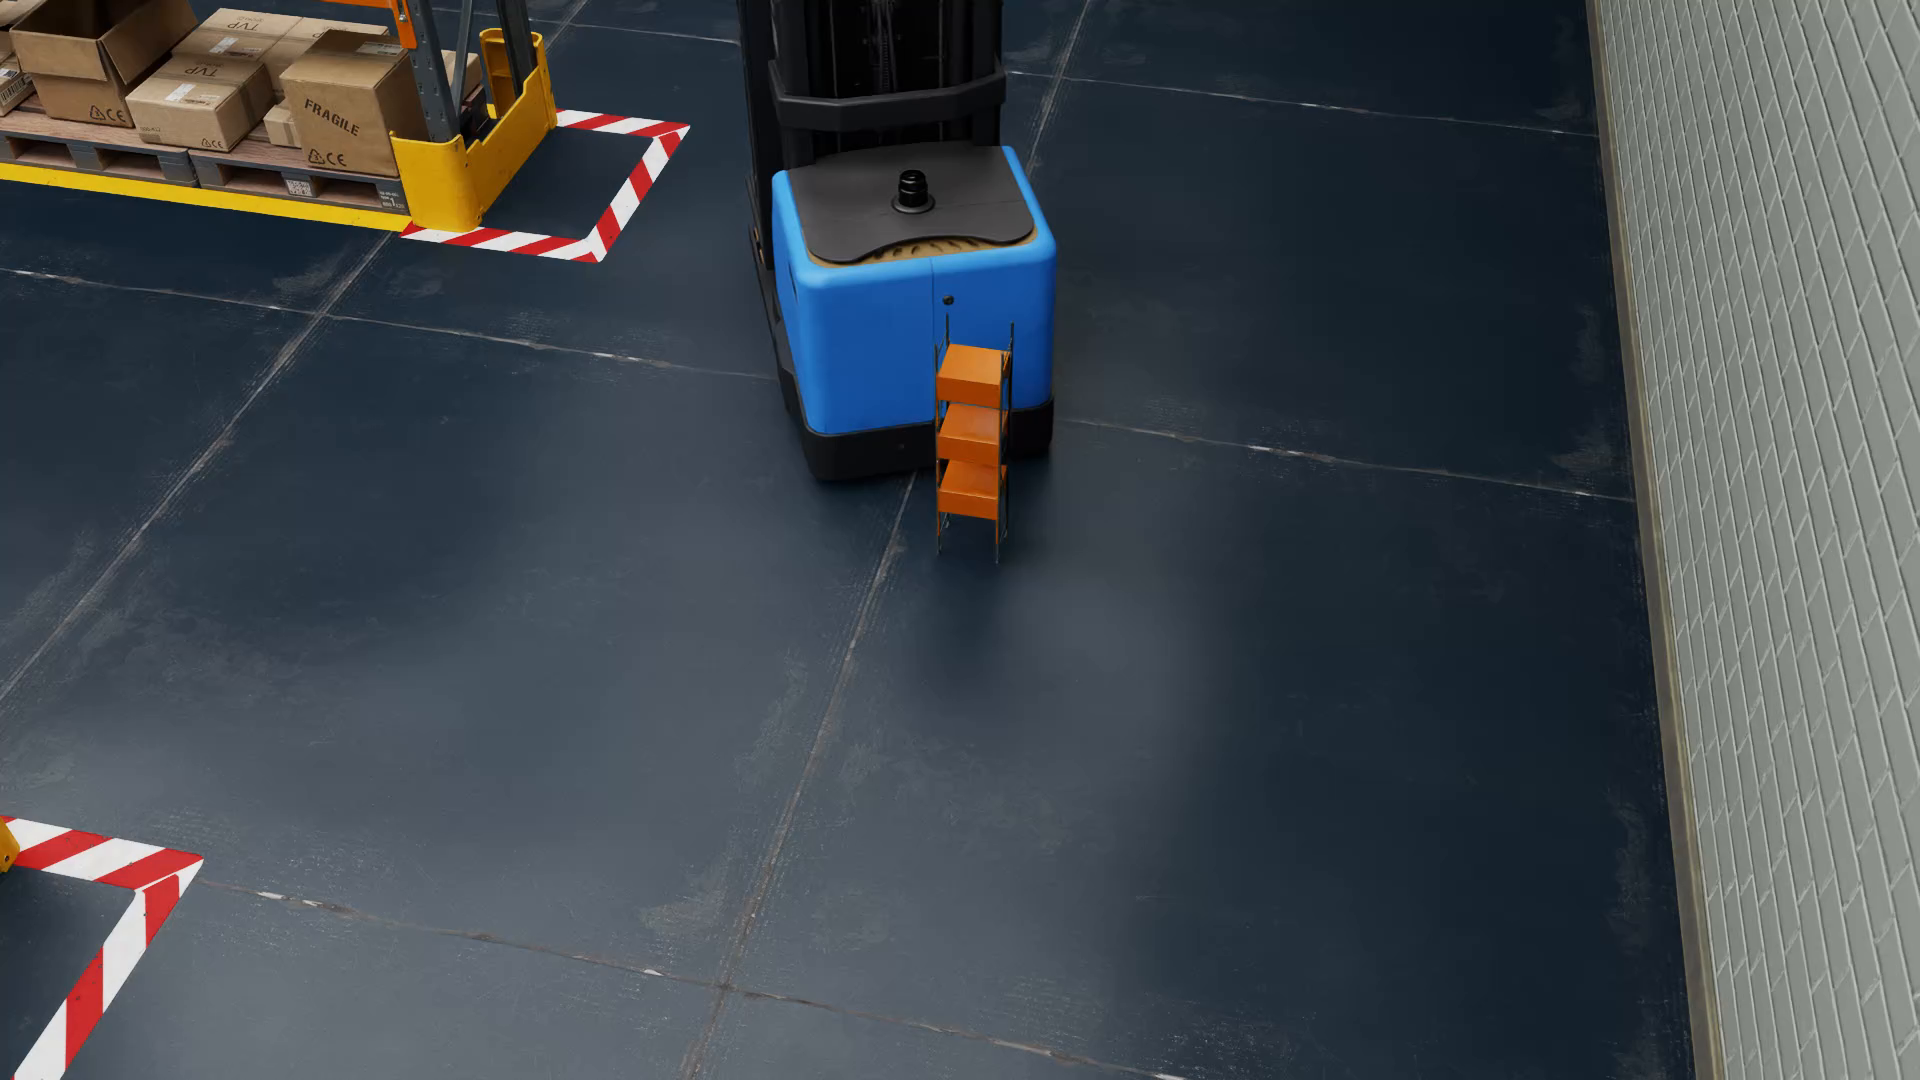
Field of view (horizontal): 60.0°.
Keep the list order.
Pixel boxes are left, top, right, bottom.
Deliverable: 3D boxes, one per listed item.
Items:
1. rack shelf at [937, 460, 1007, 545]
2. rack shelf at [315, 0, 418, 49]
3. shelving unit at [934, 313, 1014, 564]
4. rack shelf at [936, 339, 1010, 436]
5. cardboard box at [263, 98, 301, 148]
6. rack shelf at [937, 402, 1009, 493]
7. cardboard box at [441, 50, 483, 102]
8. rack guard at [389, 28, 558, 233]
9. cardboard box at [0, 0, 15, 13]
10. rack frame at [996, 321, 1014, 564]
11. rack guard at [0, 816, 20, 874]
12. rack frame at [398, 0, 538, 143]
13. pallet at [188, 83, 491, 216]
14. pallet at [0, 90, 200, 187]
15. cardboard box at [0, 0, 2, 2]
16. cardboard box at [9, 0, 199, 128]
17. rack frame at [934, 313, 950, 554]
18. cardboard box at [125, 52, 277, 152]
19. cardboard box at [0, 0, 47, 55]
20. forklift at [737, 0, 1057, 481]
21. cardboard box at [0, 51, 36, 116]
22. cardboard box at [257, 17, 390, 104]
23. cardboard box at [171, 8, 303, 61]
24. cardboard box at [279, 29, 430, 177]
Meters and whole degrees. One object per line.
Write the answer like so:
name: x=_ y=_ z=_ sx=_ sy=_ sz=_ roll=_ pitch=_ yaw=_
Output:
rack shelf: x=0.052 y=-0.162 z=6.578 sx=0.240 sy=0.259 sz=0.215 roll=9 pitch=45 yaw=9
rack shelf: x=-4.368 y=-3.068 z=8.293 sx=4.000 sy=0.370 sz=1.077 roll=9 pitch=45 yaw=9
shelving unit: x=0.052 y=-0.370 z=6.377 sx=0.252 sy=1.050 sz=0.215 roll=9 pitch=45 yaw=9
rack shelf: x=0.052 y=-0.567 z=6.188 sx=0.240 sy=0.259 sz=0.215 roll=9 pitch=45 yaw=9
cardboard box: x=-3.376 y=-2.200 z=8.598 sx=0.250 sy=0.166 sz=0.380 roll=9 pitch=45 yaw=9
rack shelf: x=0.052 y=-0.363 z=6.385 sx=0.240 sy=0.259 sz=0.215 roll=9 pitch=45 yaw=9
cardboard box: x=-2.750 y=-2.452 z=8.873 sx=0.250 sy=0.149 sz=0.380 roll=9 pitch=45 yaw=9
rack guard: x=-2.491 y=-2.135 z=8.608 sx=0.348 sy=0.500 sz=1.175 roll=9 pitch=45 yaw=9
cardboard box: x=-5.323 y=-2.851 z=9.287 sx=0.250 sy=0.149 sz=0.380 roll=9 pitch=45 yaw=9
rack frame: x=0.171 y=-0.352 z=6.358 sx=0.008 sy=1.050 sz=0.200 roll=9 pitch=45 yaw=9
rack guard: x=-3.475 y=1.223 z=5.119 sx=0.348 sy=0.500 sz=1.175 roll=9 pitch=45 yaw=9
rack frame: x=-2.416 y=-3.024 z=7.729 sx=0.127 sy=3.000 sz=1.000 roll=9 pitch=45 yaw=9
pallet: x=-3.269 y=-2.151 z=8.833 sx=1.213 sy=0.211 sz=1.003 roll=9 pitch=45 yaw=9
pallet: x=-4.456 y=-2.337 z=9.026 sx=1.213 sy=0.211 sz=1.003 roll=9 pitch=45 yaw=9
cardboard box: x=-5.702 y=-2.994 z=9.183 sx=0.500 sy=0.500 sz=0.500 roll=9 pitch=45 yaw=9
cardboard box: x=-4.485 y=-2.608 z=8.780 sx=0.637 sy=0.503 sz=0.797 roll=9 pitch=45 yaw=9
rack frame: x=-0.067 y=-0.389 z=6.397 sx=0.008 sy=1.050 sz=0.200 roll=9 pitch=45 yaw=9
cardboard box: x=-3.921 y=-2.272 z=8.613 sx=0.500 sy=0.250 sz=0.500 roll=9 pitch=45 yaw=9
cardboard box: x=-4.970 y=-2.812 z=9.130 sx=0.500 sy=0.311 sz=0.500 roll=9 pitch=45 yaw=9
forklift: x=-0.417 y=-2.339 z=7.067 sx=1.130 sy=2.935 sz=3.031 roll=-8 pitch=45 yaw=-9
cardboard box: x=-5.111 y=-2.434 z=8.841 sx=0.250 sy=0.166 sz=0.380 roll=9 pitch=45 yaw=9
cardboard box: x=-3.373 y=-2.542 z=8.894 sx=0.500 sy=0.250 sz=0.500 roll=9 pitch=45 yaw=9
cardboard box: x=-3.861 y=-2.618 z=8.972 sx=0.500 sy=0.250 sz=0.500 roll=9 pitch=45 yaw=9
cardboard box: x=-3.001 y=-2.198 z=8.356 sx=0.500 sy=0.500 sz=0.500 roll=9 pitch=45 yaw=9
